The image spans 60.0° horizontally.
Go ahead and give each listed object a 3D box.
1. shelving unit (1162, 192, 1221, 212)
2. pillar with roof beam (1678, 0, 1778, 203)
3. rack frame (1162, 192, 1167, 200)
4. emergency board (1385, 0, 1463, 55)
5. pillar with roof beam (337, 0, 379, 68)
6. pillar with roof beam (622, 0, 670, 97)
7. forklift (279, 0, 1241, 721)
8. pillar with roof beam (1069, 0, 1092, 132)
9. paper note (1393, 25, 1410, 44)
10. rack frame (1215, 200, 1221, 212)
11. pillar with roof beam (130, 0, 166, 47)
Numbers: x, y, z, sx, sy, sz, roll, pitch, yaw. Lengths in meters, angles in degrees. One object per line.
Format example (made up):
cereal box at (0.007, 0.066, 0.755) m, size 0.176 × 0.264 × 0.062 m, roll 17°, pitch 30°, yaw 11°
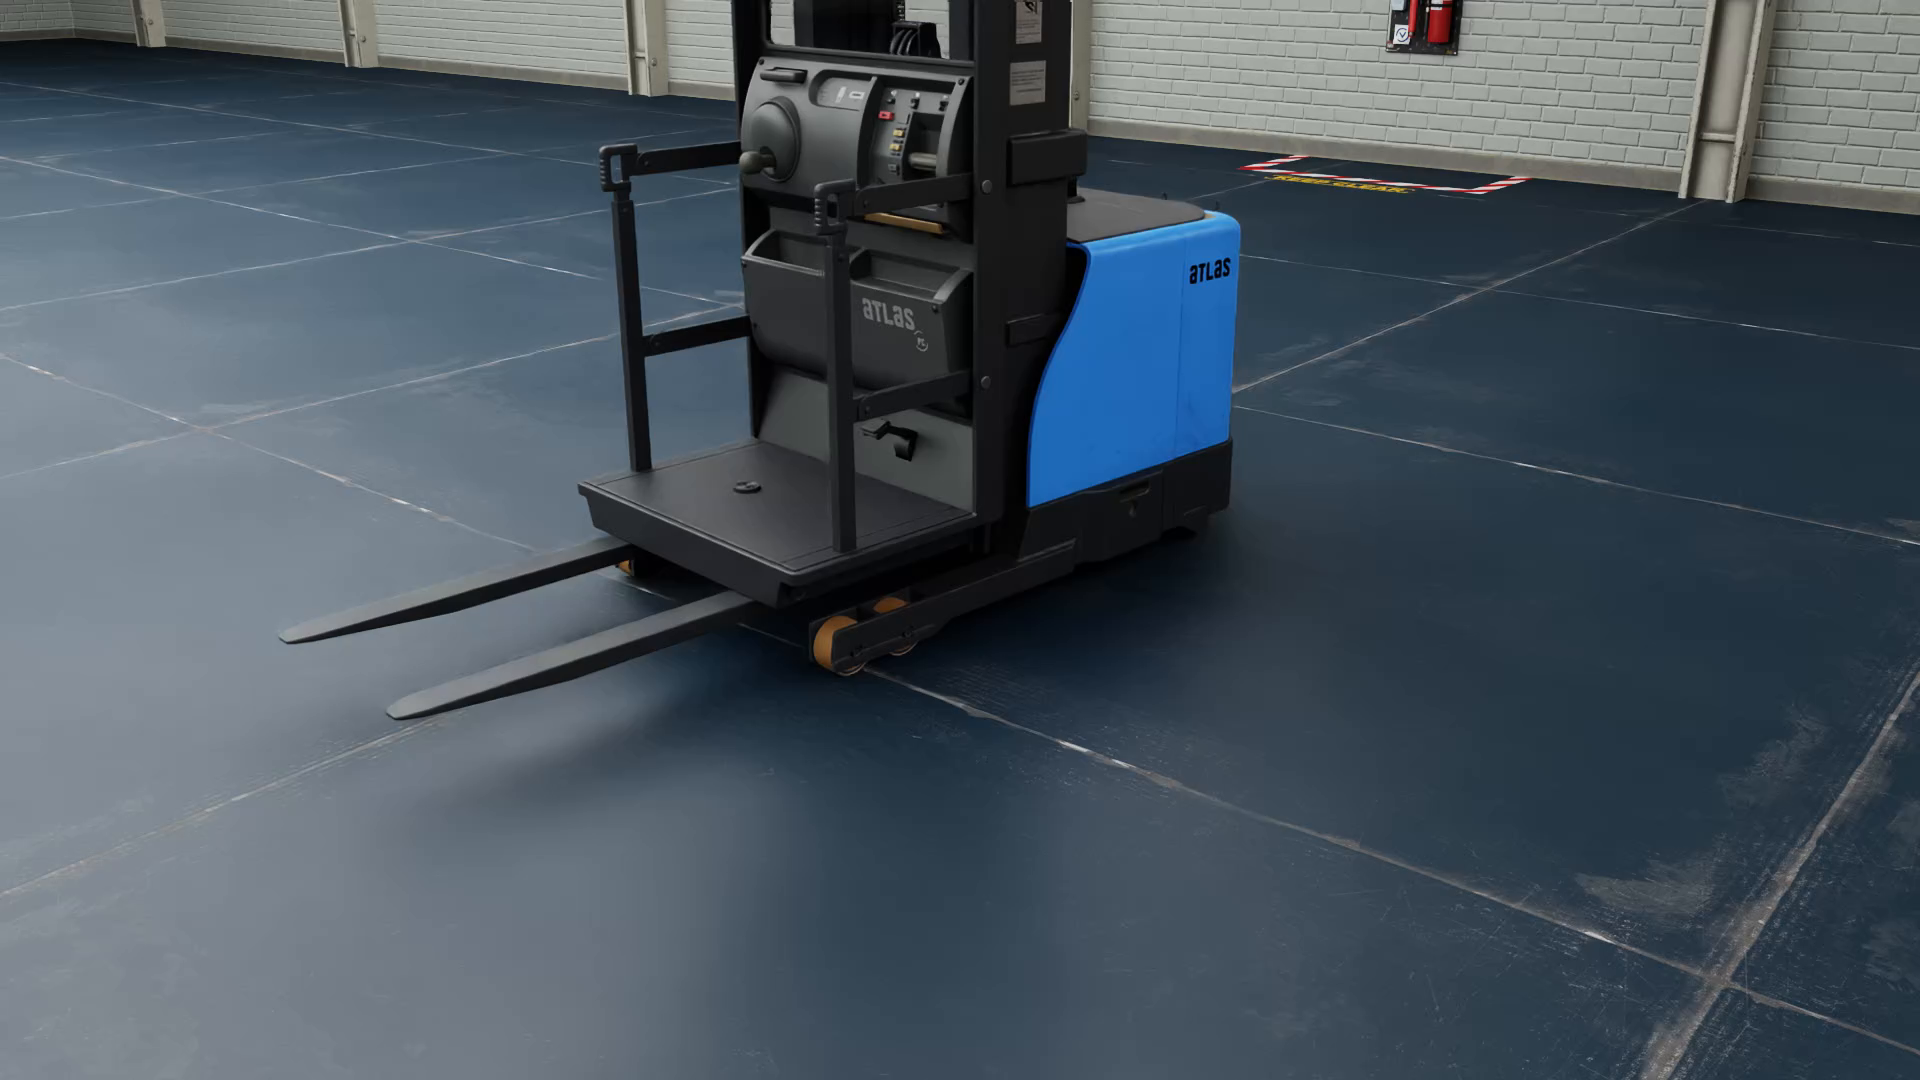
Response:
shelving unit at (0.748, -0.715, 6.065) m, size 0.215 × 1.050 × 0.252 m, roll -16°, pitch 26°, yaw -41°
pillar with roof beam at (2.919, -5.603, 7.774) m, size 0.400 × 9.000 × 9.100 m, roll 16°, pitch 26°, yaw 36°
rack frame at (0.665, -0.746, 6.148) m, size 0.200 × 1.050 × 0.008 m, roll -16°, pitch 26°, yaw -41°
emergency board at (3.751, -4.535, 13.443) m, size 0.643 × 1.169 × 0.194 m, roll 16°, pitch 26°, yaw 36°
pillar with roof beam at (-11.026, -9.619, 18.423) m, size 0.400 × 9.000 × 9.100 m, roll 16°, pitch 26°, yaw 36°
pillar with roof beam at (-6.377, -8.281, 14.873) m, size 0.400 × 9.000 × 9.100 m, roll 16°, pitch 26°, yaw 36°
forklift at (-0.471, -1.196, 4.687) m, size 3.031 × 2.935 × 1.130 m, roll -19°, pitch 28°, yaw -41°
pillar with roof beam at (-1.729, -6.942, 11.324) m, size 0.400 × 9.000 × 9.100 m, roll 16°, pitch 26°, yaw 36°
paper note at (3.658, -4.181, 13.753) m, size 0.142 × 0.148 × 0.016 m, roll 16°, pitch 26°, yaw 36°
rack frame at (0.832, -0.683, 5.982) m, size 0.200 × 1.050 × 0.008 m, roll -16°, pitch 26°, yaw -41°
pillar with roof beam at (-15.674, -10.958, 21.973) m, size 0.400 × 9.000 × 9.100 m, roll 16°, pitch 26°, yaw 36°
